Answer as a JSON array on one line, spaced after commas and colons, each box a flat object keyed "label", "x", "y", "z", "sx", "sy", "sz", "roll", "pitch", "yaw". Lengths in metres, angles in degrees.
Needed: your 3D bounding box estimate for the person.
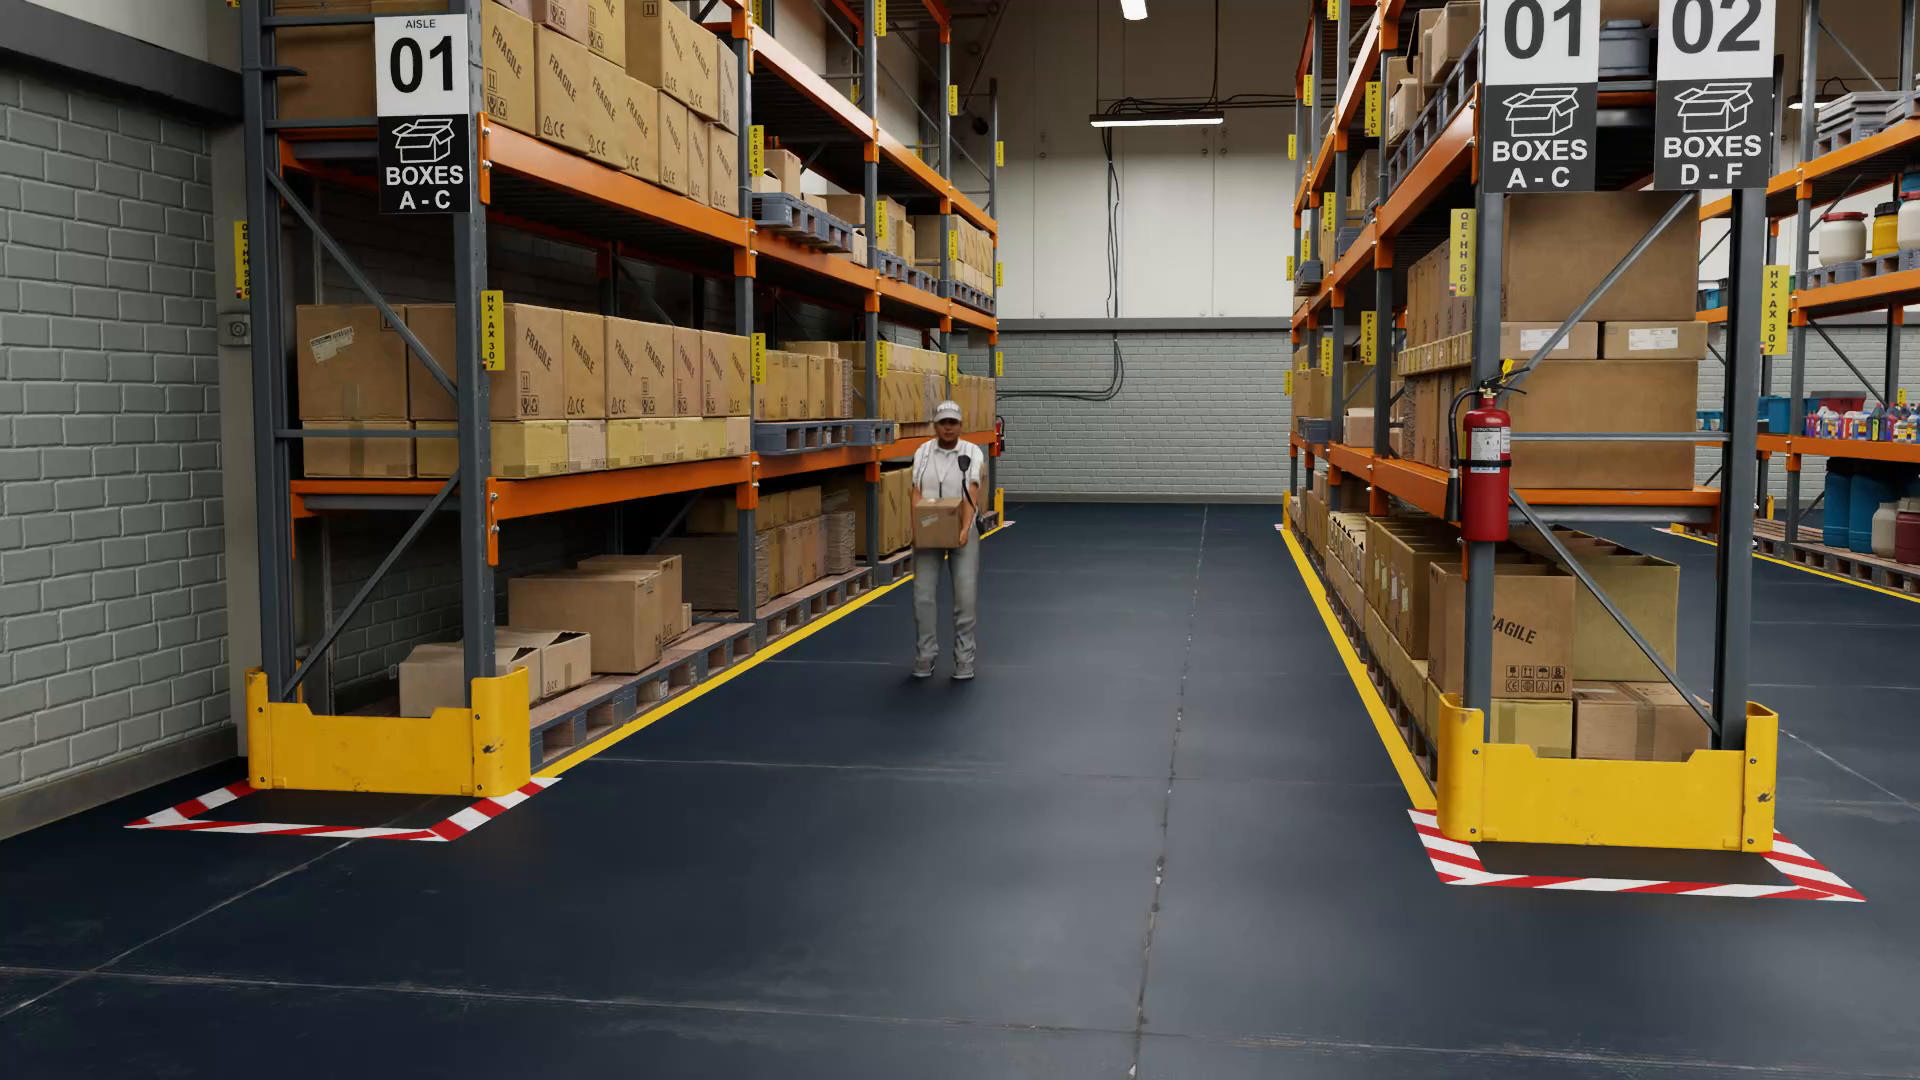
[{"label": "person", "x": -0.085, "y": -0.002, "z": 9.997, "sx": 0.452, "sy": 1.661, "sz": 0.552, "roll": 1, "pitch": 5, "yaw": 8}]
